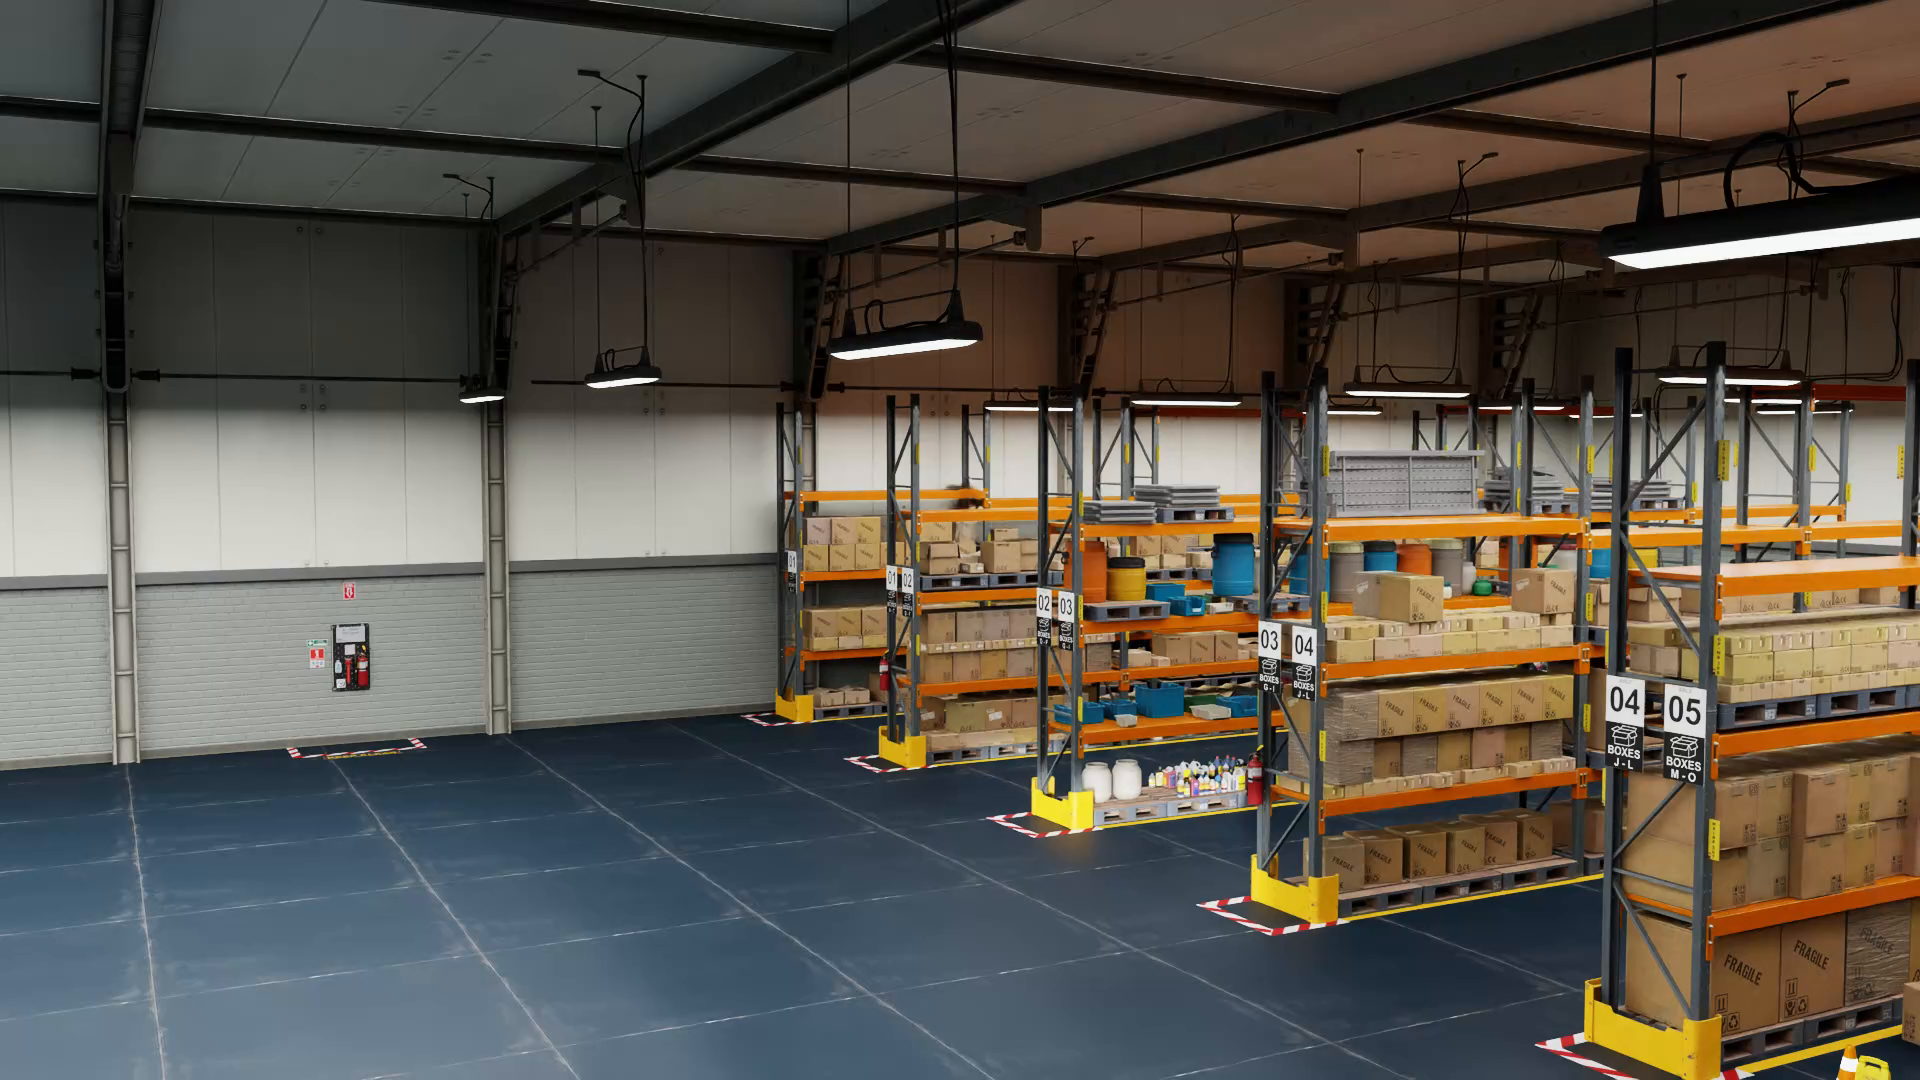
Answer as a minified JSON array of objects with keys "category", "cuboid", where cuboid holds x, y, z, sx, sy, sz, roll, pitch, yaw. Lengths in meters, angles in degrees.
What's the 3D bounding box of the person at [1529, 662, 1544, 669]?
[{"category":"person","cuboid":[10.667,2.623,30.579,0.940,1.618,0.555,-2,4,-34]}]
